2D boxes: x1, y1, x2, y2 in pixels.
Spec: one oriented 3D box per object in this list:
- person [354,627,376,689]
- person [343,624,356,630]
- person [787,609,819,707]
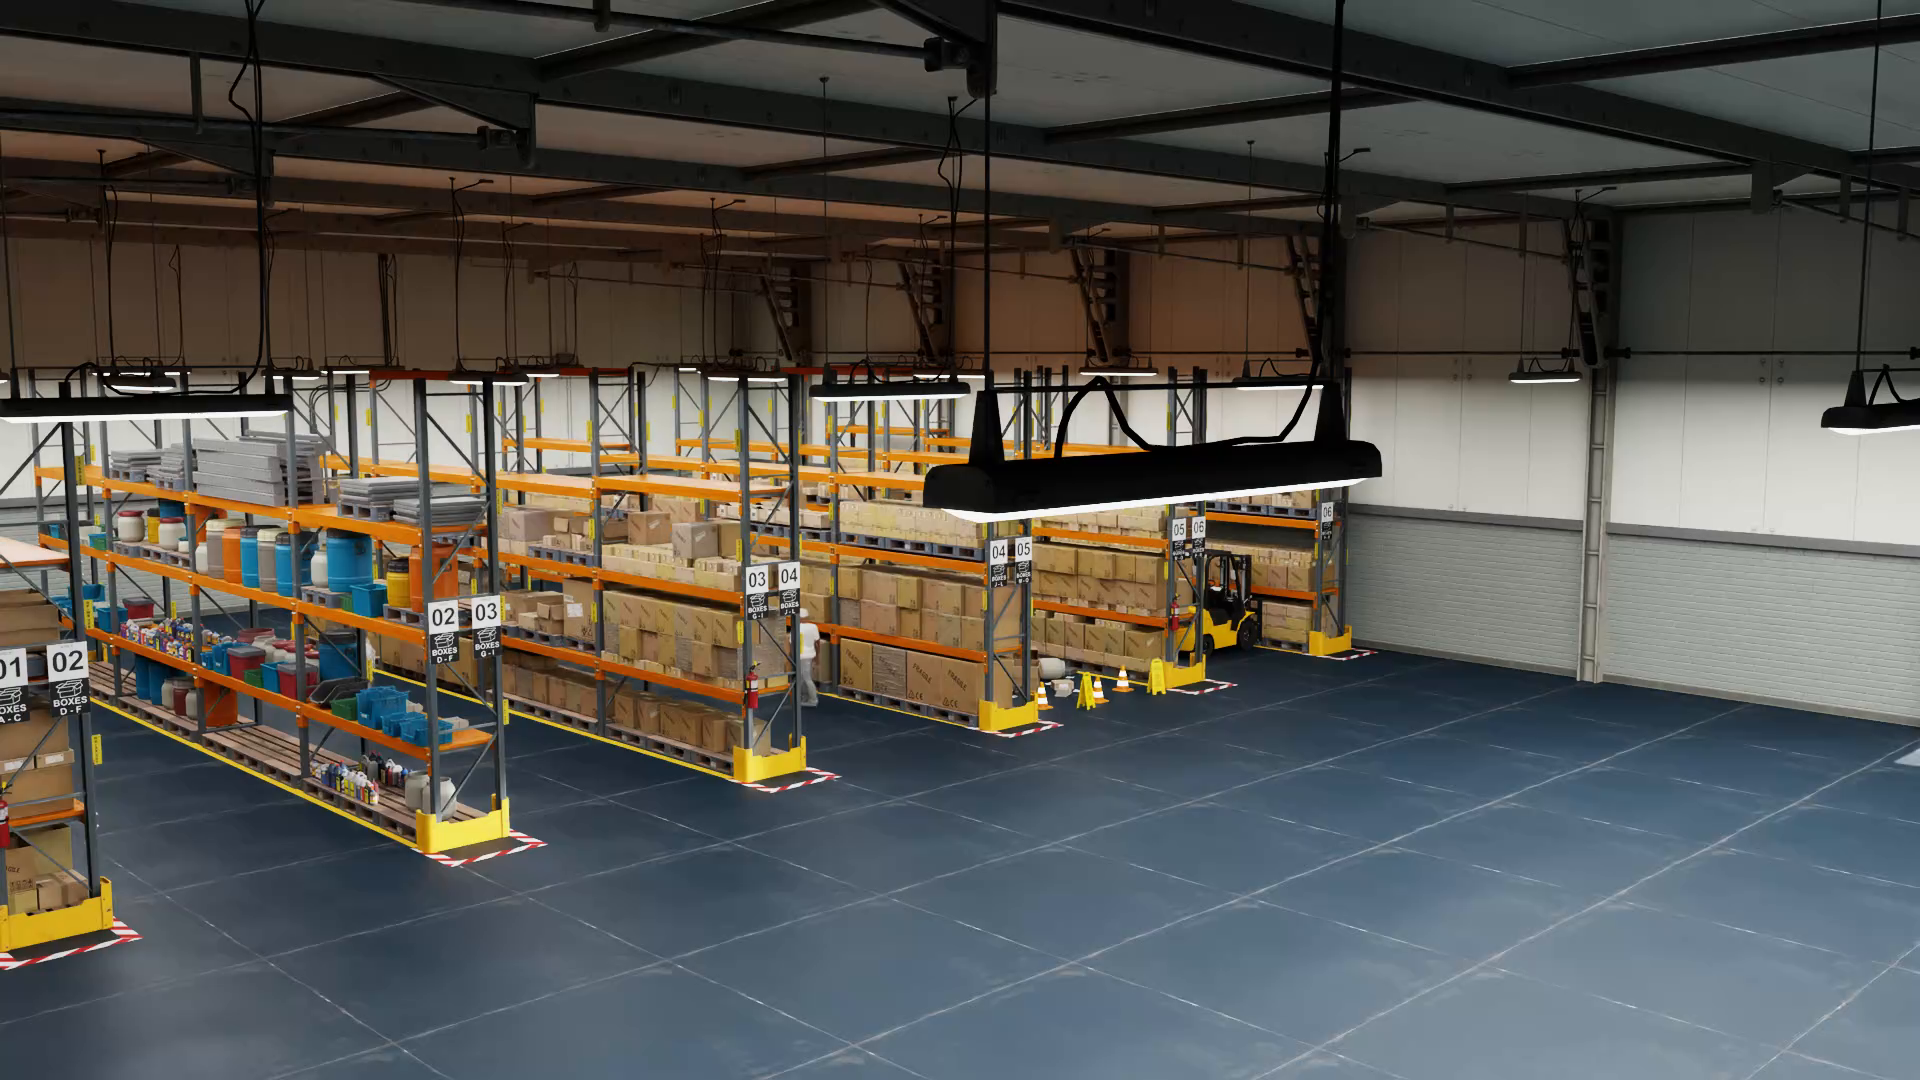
[{"bbox_3d":[-10.142,2.273,28.299,0.459,1.762,0.577,-2,7,-16],"label":"person"},{"bbox_3d":[-11.336,1.966,31.182,0.514,1.828,0.603,-1,7,-11],"label":"person"},{"bbox_3d":[-2.801,2.125,29.665,0.540,1.818,0.543,1,7,9],"label":"person"}]
